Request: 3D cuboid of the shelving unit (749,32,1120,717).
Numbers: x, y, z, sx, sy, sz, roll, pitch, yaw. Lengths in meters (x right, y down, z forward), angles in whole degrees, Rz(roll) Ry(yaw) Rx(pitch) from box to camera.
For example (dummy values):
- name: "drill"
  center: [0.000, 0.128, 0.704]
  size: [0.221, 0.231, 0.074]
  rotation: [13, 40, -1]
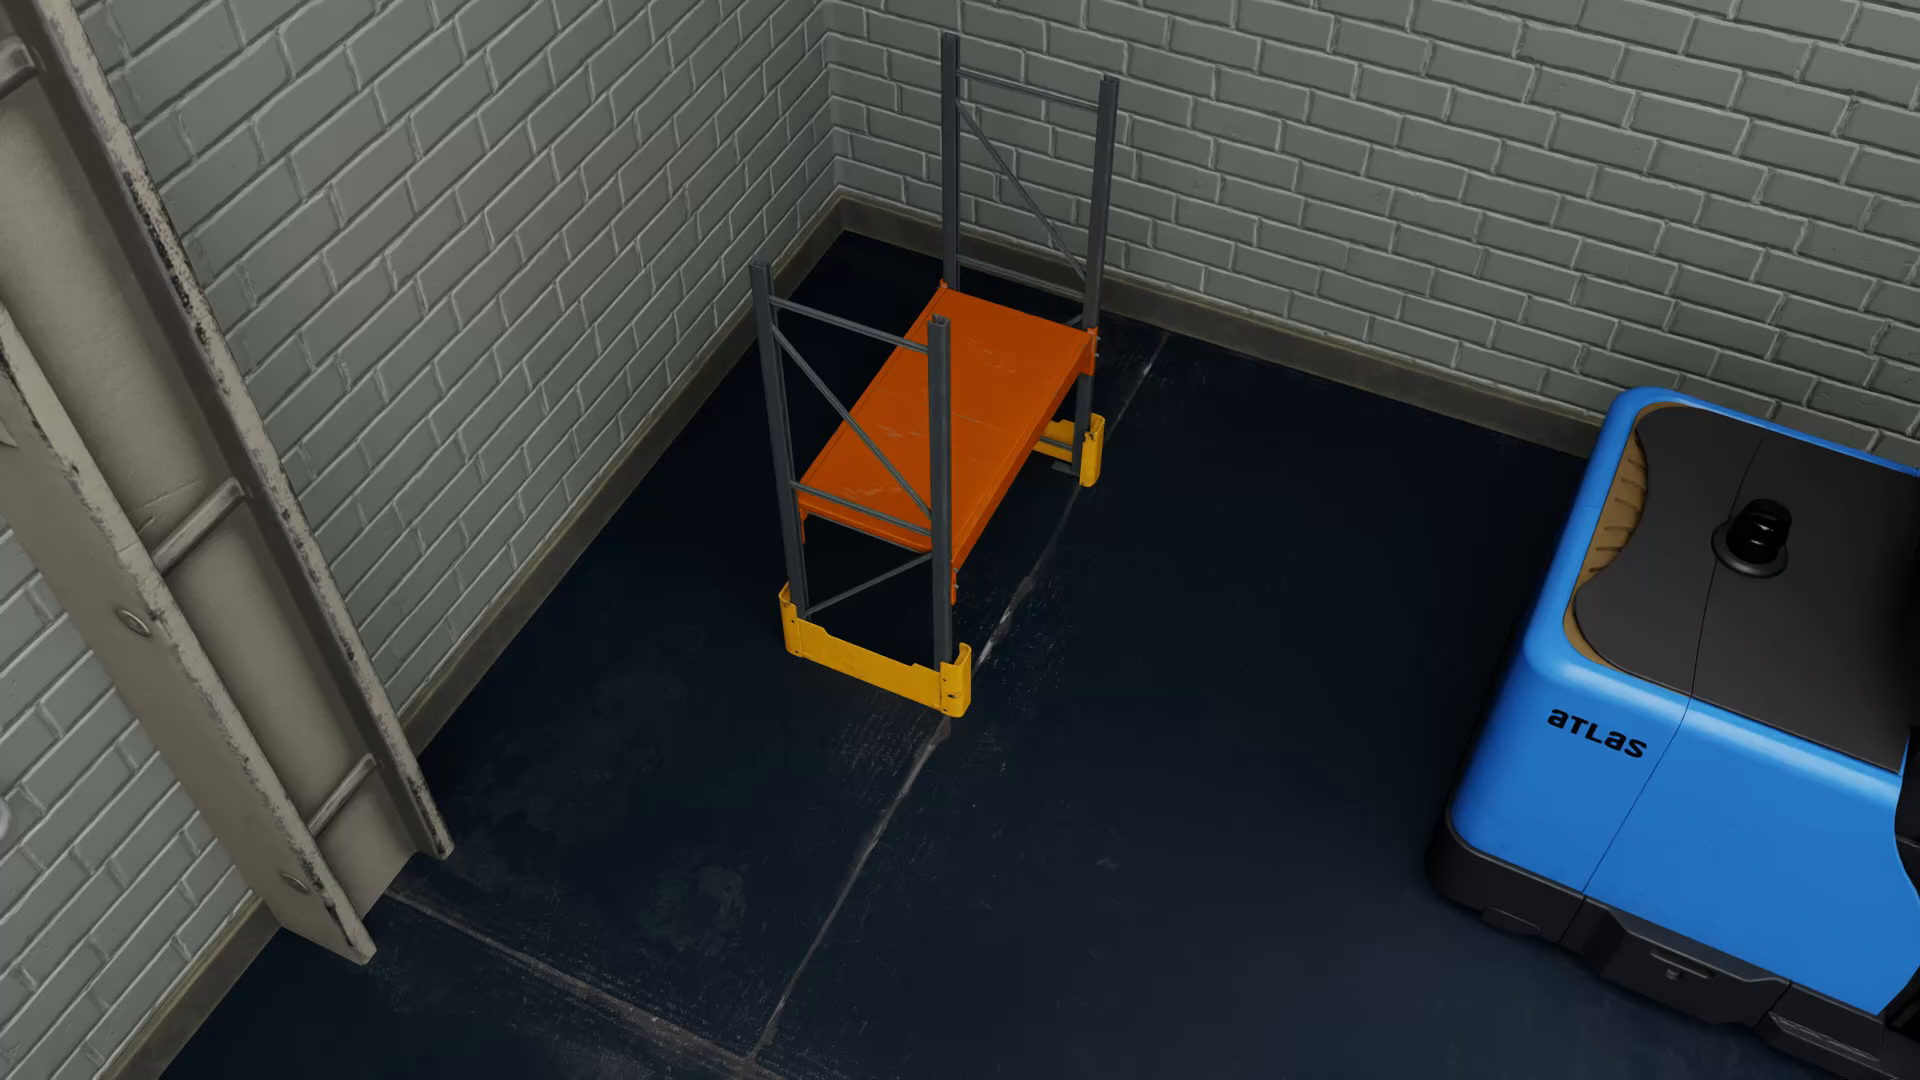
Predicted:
- name: "shelving unit"
  center: [-0.033, -0.434, 4.634]
  size: [0.587, 1.500, 1.083]
  rotation: [20, 52, 16]

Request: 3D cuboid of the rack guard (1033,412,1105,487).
- name: "rack guard"
  center: [0.180, -0.371, 5.402]
  size: [0.587, 0.250, 0.087]
  rotation: [20, 52, 16]

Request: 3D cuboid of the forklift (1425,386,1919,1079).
- name: "forklift"
  center: [2.785, 0.181, 3.172]
  size: [3.031, 2.935, 1.130]
  rotation: [22, 53, 17]

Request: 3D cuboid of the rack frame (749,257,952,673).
- name: "rack frame"
  center: [-0.254, -0.077, 4.331]
  size: [0.500, 1.500, 0.032]
  rotation: [20, 52, 16]

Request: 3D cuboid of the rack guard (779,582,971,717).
- name: "rack guard"
  center: [-0.245, 0.314, 4.818]
  size: [0.587, 0.250, 0.087]
  rotation: [20, 52, 16]

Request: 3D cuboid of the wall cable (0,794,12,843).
- name: "wall cable"
  center: [-2.278, 0.568, 2.130]
  size: [0.084, 1.984, 1.851]
  rotation: [20, 52, 16]

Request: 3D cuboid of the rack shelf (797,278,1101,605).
- name: "rack shelf"
  center: [-0.036, -0.311, 4.766]
  size: [0.538, 0.185, 1.000]
  rotation: [20, 52, 16]

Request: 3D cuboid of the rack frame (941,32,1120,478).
- name: "rack frame"
  center: [0.181, -0.777, 4.927]
  size: [0.500, 1.500, 0.032]
  rotation: [20, 52, 16]
